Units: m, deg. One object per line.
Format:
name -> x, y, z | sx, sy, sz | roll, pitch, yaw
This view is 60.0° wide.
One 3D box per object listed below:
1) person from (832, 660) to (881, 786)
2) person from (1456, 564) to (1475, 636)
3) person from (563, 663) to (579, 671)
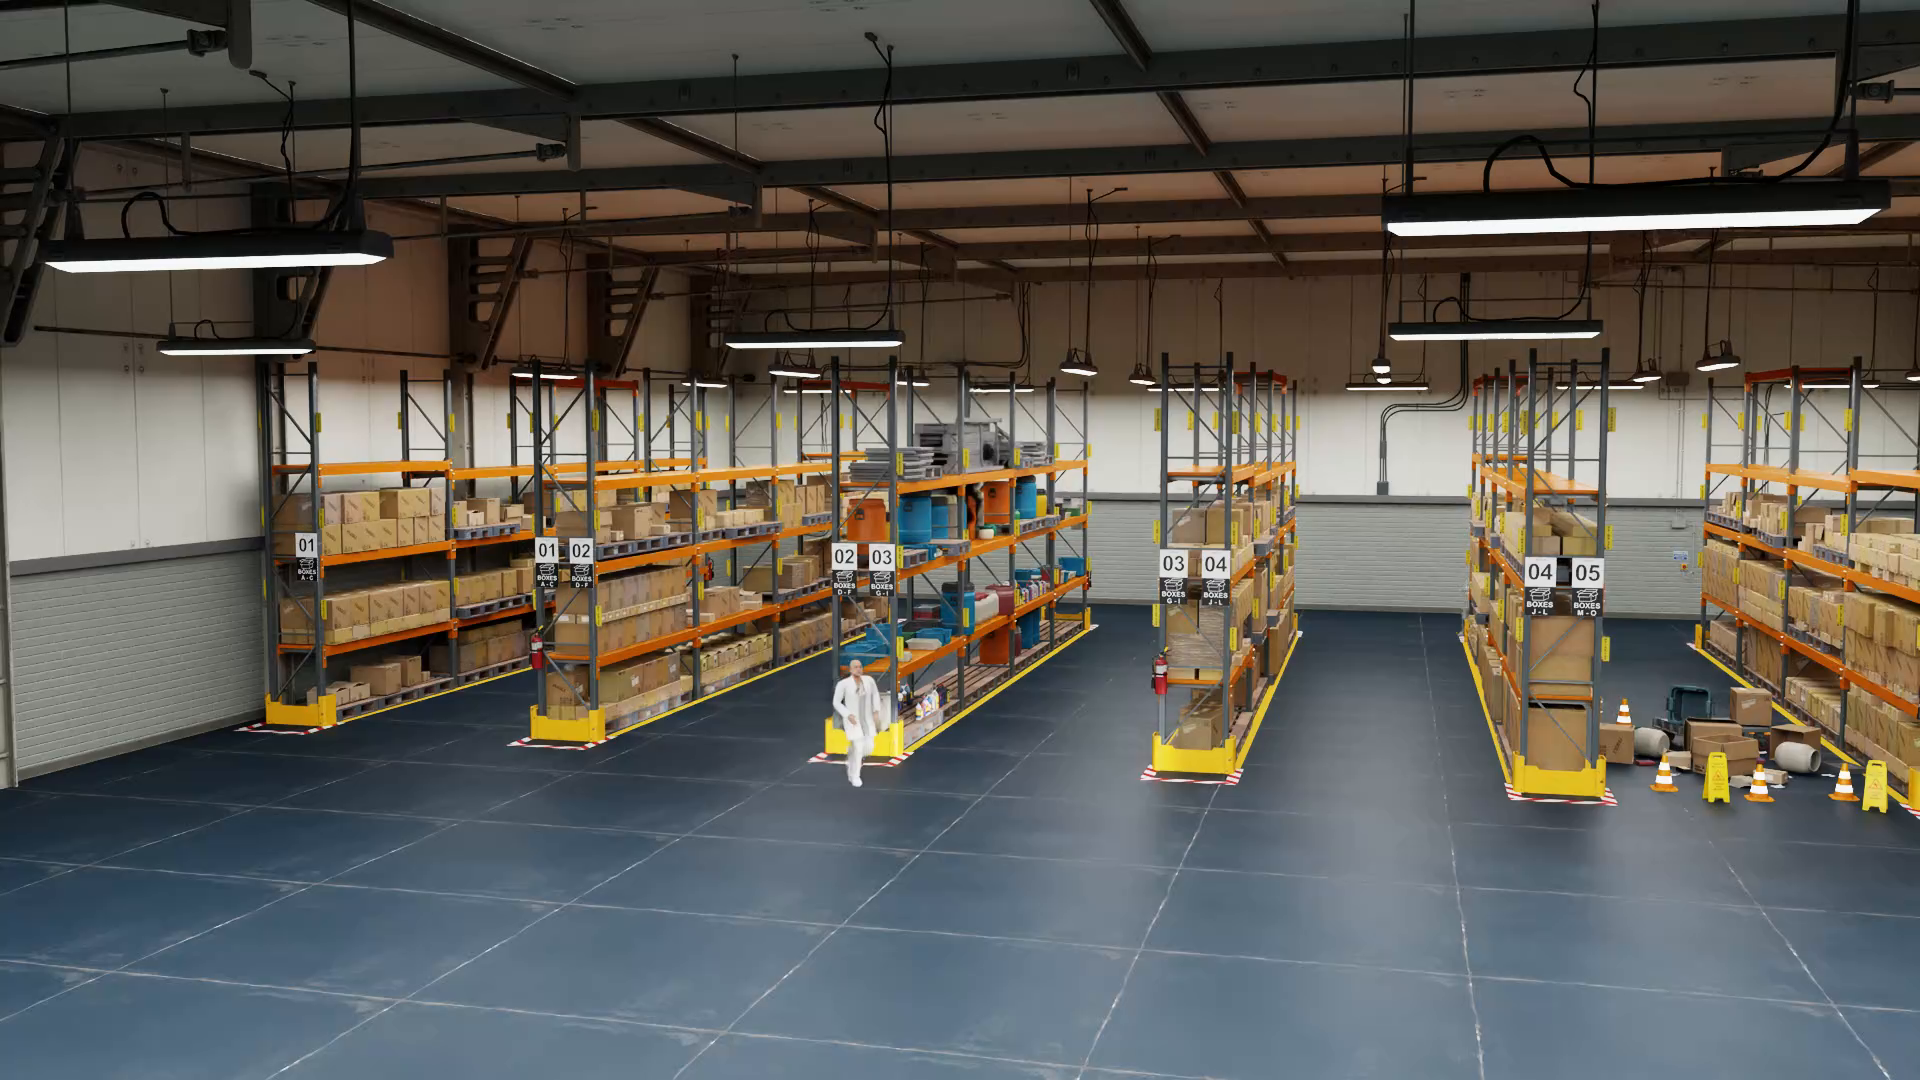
person -> -1.433, 2.521, 23.086 | 0.732, 1.752, 0.706 | -2, 5, -28
person -> 12.069, 1.428, 39.053 | 0.769, 1.742, 0.653 | 0, 4, 5
person -> -6.858, 2.037, 29.806 | 0.690, 1.741, 0.763 | 1, 4, 13
